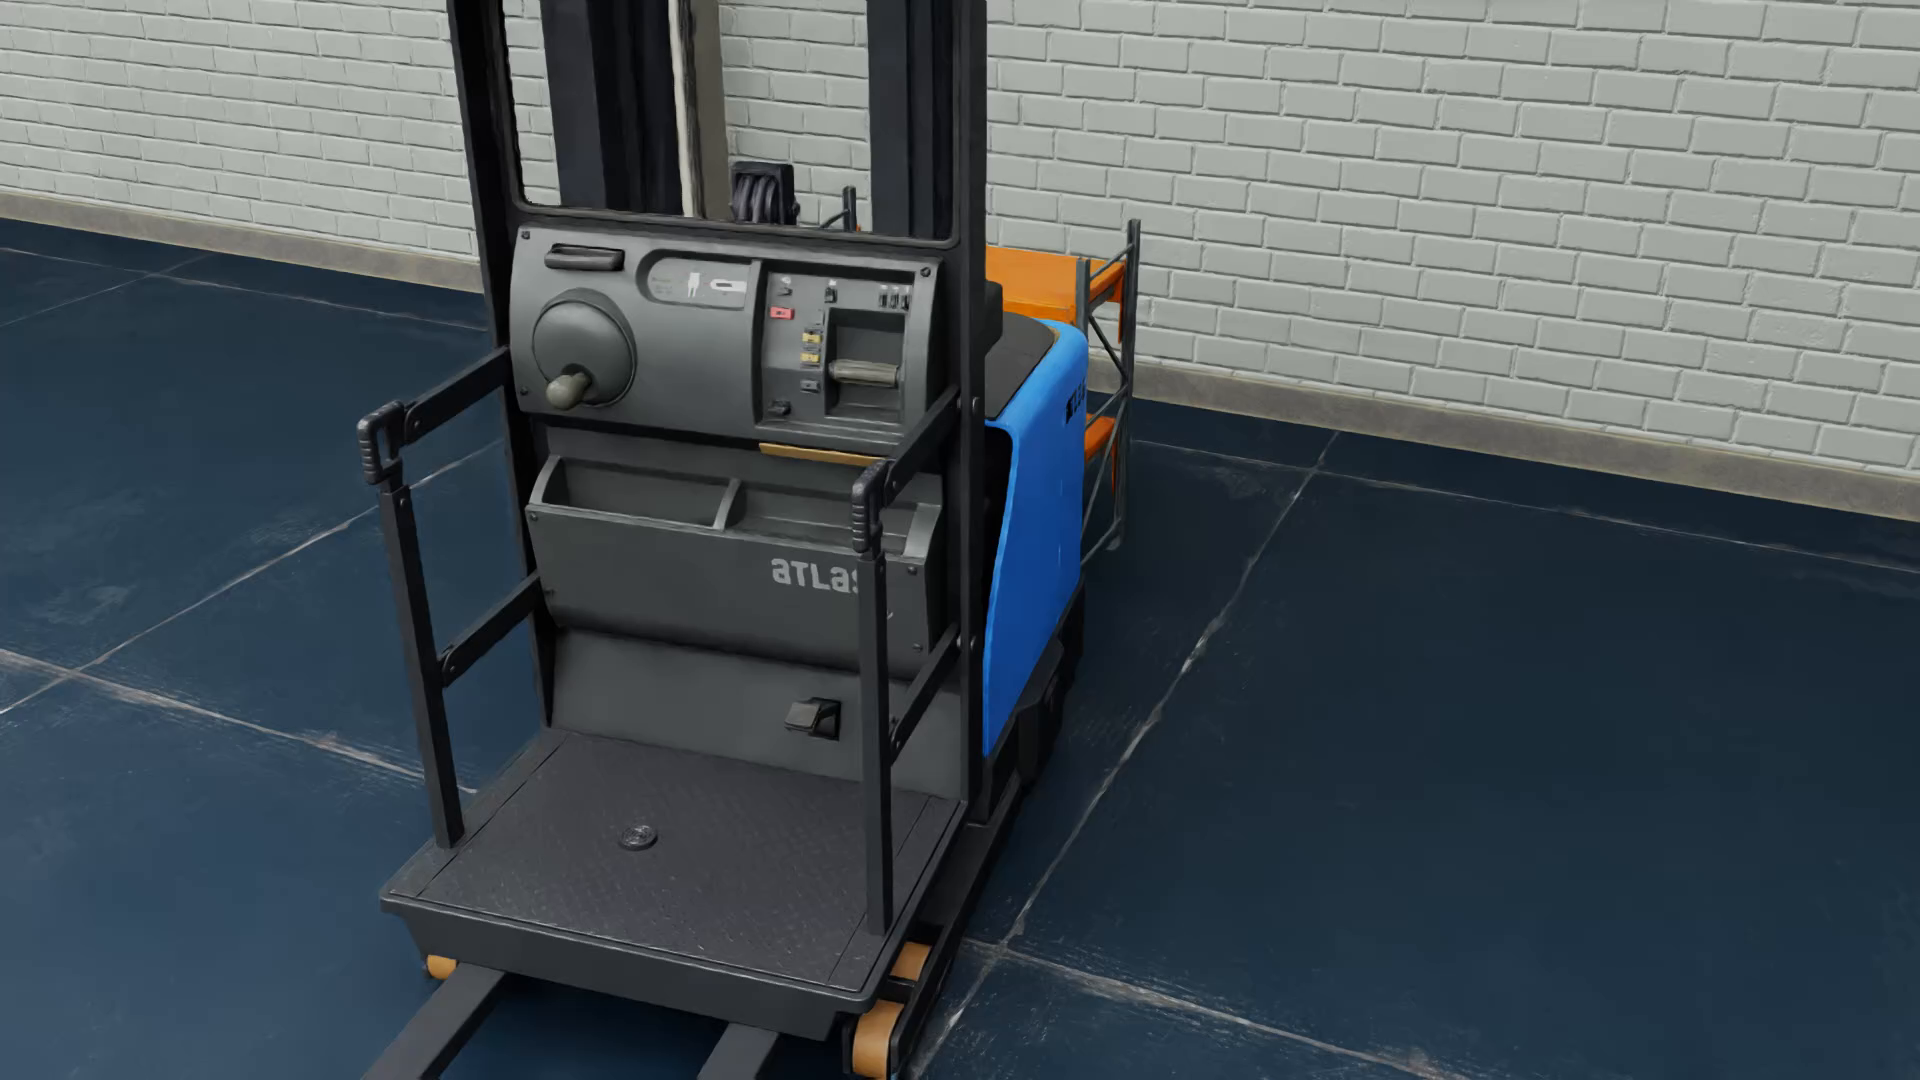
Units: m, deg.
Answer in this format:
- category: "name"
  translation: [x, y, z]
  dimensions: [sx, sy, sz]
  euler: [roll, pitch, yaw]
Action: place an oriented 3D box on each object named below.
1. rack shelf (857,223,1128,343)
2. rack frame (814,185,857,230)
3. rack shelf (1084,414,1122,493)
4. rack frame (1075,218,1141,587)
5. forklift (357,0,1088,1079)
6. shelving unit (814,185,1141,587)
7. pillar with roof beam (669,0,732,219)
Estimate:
- category: "rack shelf"
  translation: [-0.006, -0.768, 5.375]
  dimensions: [1.000, 0.278, 0.538]
  euler: [11, 28, 22]
- category: "rack frame"
  translation: [-0.469, -0.599, 5.693]
  dimensions: [0.032, 1.125, 0.500]
  euler: [11, 28, 22]
- category: "rack shelf"
  translation: [-0.006, -0.287, 5.612]
  dimensions: [1.000, 0.278, 0.538]
  euler: [11, 28, 22]
- category: "rack frame"
  translation: [0.457, -0.413, 5.315]
  dimensions: [0.032, 1.125, 0.500]
  euler: [11, 28, 22]
- category: "forklift"
  translation: [-0.556, -0.387, 3.218]
  dimensions: [1.130, 2.935, 3.031]
  euler: [8, 27, 15]
- category: "shelving unit"
  translation: [-0.006, -0.506, 5.504]
  dimensions: [1.048, 1.125, 0.538]
  euler: [11, 28, 22]
- category: "pillar with roof beam"
  translation: [-3.048, -3.245, 2.153]
  dimensions: [0.400, 9.000, 9.100]
  euler: [11, 28, 22]
